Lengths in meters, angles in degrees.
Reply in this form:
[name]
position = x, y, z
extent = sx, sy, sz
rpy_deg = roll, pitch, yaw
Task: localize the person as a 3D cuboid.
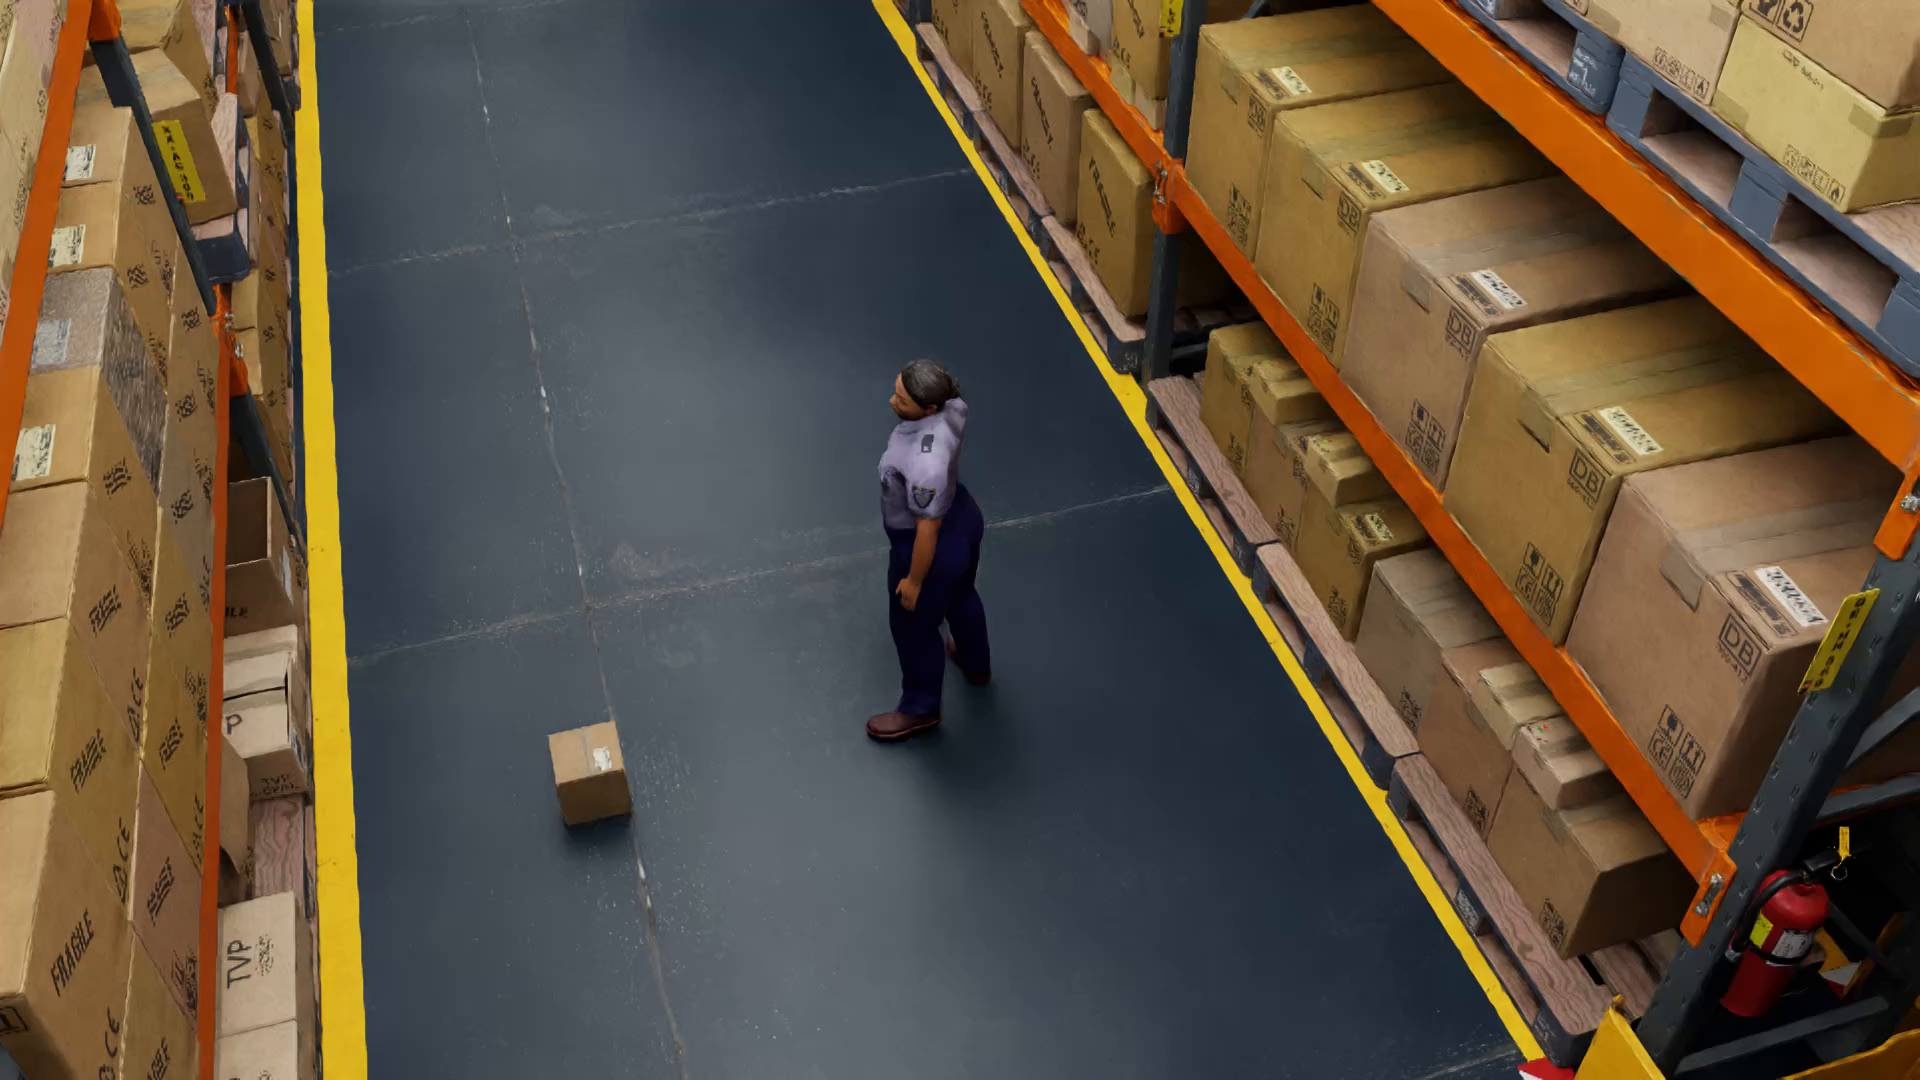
[person]
position = -0.102, 0.006, 6.150
extent = 0.404, 1.643, 0.624
rpy_deg = 11, 44, 12
